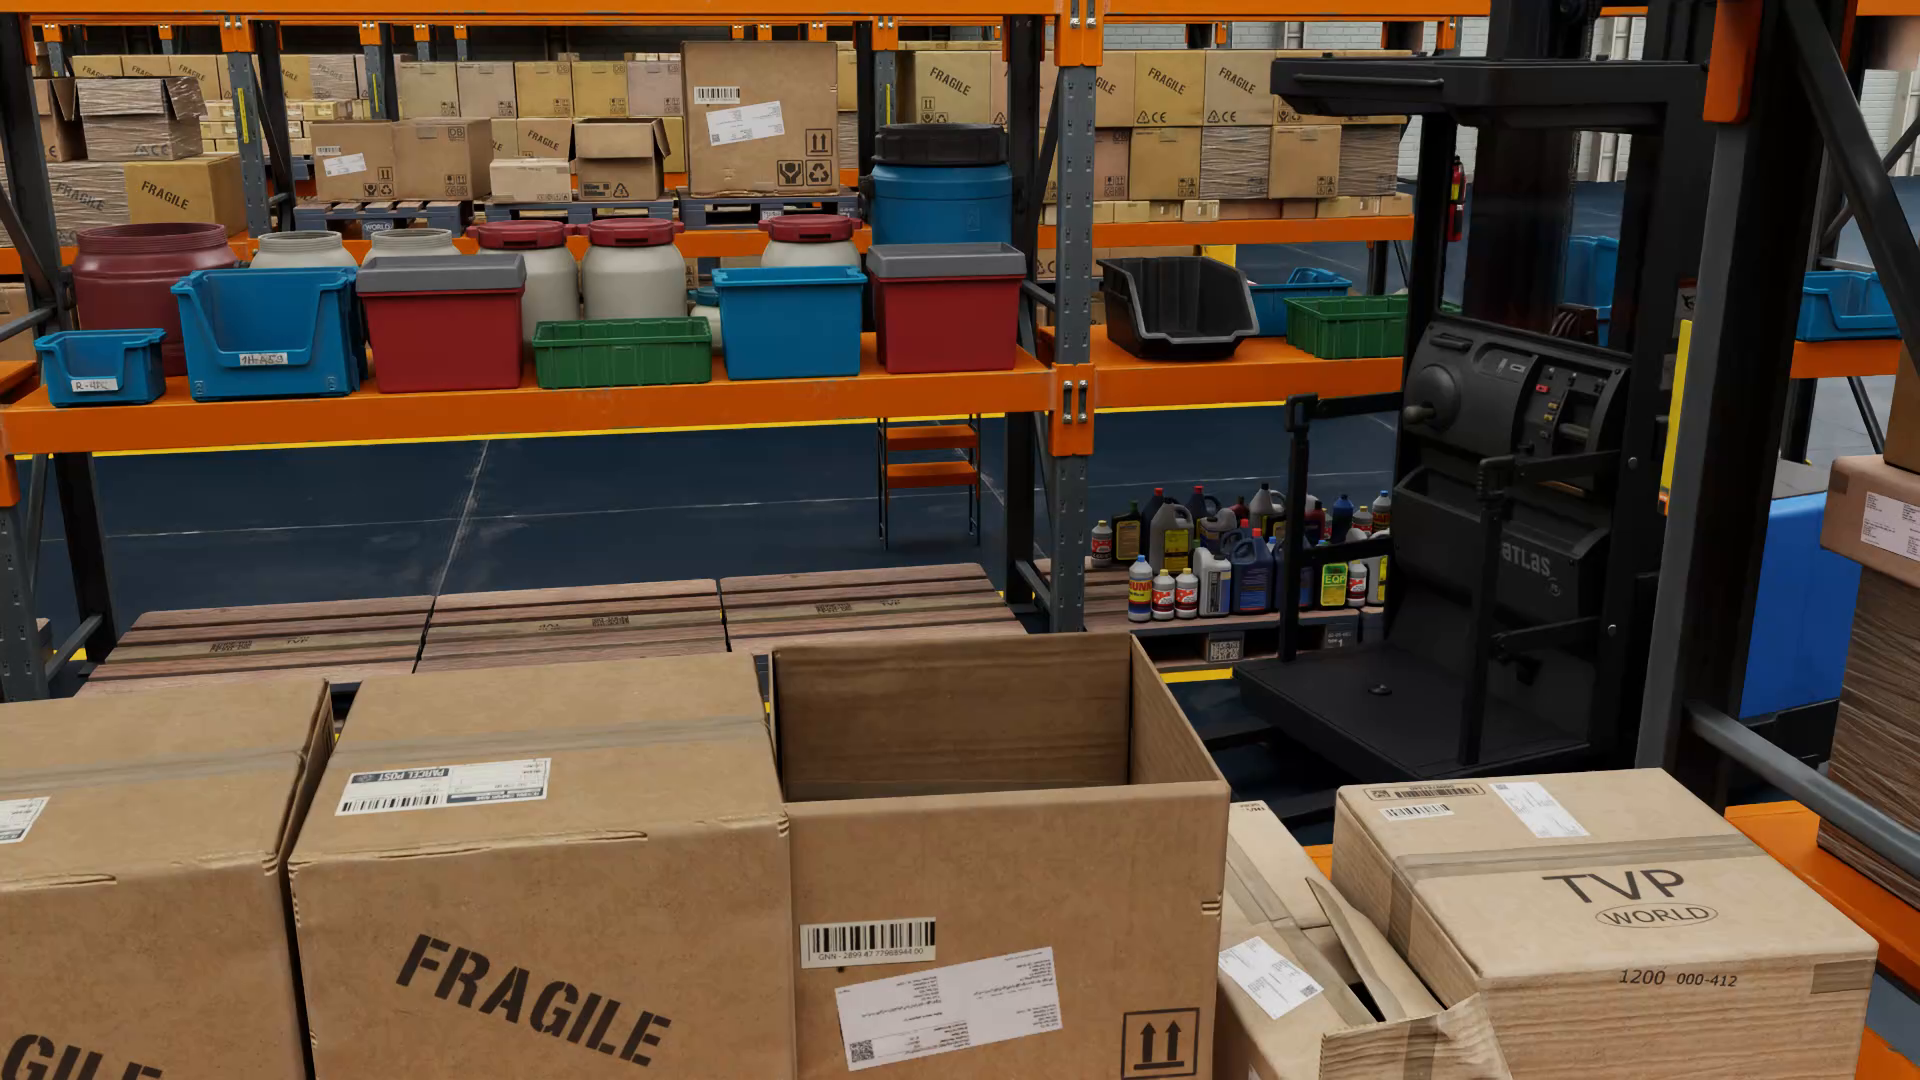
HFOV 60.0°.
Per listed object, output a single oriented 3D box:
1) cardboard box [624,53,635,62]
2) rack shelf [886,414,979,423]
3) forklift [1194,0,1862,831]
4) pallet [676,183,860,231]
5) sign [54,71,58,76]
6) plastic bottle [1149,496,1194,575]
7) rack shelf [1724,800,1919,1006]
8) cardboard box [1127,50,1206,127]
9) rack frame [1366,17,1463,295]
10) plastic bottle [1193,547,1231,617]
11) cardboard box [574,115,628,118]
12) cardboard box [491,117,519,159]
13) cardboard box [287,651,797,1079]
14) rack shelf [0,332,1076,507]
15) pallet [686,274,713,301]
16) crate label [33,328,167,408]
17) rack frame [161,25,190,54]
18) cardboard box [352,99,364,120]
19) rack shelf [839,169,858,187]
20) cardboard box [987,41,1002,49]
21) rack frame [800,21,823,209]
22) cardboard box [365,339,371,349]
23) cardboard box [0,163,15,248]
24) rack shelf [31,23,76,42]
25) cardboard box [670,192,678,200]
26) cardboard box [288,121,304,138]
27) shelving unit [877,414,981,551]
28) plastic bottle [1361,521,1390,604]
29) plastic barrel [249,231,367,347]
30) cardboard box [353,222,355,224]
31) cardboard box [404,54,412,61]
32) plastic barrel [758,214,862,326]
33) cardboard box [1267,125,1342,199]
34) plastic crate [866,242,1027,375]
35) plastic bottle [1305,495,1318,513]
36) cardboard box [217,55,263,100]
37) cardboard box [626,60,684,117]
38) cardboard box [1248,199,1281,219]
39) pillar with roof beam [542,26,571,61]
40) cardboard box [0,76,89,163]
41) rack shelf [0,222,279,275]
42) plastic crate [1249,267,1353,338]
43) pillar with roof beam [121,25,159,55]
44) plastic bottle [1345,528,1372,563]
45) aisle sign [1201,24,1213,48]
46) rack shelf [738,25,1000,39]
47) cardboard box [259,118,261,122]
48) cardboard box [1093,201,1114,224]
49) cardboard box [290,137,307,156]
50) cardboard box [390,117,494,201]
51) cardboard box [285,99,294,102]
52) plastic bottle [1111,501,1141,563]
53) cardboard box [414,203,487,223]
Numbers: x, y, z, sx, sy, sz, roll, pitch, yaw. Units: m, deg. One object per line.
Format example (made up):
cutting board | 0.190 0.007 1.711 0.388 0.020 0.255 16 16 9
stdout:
cardboard box | -4.037 -5.977 20.666 0.250 0.149 0.380 -2 17 -7
rack shelf | -0.163 -0.714 8.560 0.480 0.148 0.258 -3 17 -10
forklift | 1.648 -0.511 5.484 3.031 2.935 1.130 -8 19 -23
pallet | -1.359 -2.342 11.654 1.213 0.211 1.003 -3 17 -10
sign | -10.209 -5.137 18.819 0.005 0.325 0.100 -3 17 -10
plastic bottle | 0.963 -0.028 7.555 0.185 0.351 0.144 -3 17 -10
rack shelf | 3.258 0.654 2.797 4.000 0.370 1.077 -3 17 -10
cardboard box | 1.379 -3.141 11.549 0.500 0.500 0.500 -3 17 -10
rack frame | 3.346 -2.657 12.353 0.127 3.000 1.000 -3 17 -10
plastic bottle | 1.067 0.168 7.045 0.135 0.276 0.152 -3 17 -8
cardboard box | -3.476 -3.882 16.171 0.500 0.500 0.500 -3 17 -10
cardboard box | -4.360 -3.671 15.484 0.500 0.500 0.500 -3 17 -11
cardboard box | -0.472 0.470 2.004 0.500 0.500 0.500 -3 17 -10
rack shelf | -1.605 -0.551 6.722 4.000 0.370 1.077 -3 17 -10
pallet | -2.166 -2.472 16.500 1.213 0.211 1.003 -3 17 -10
crate label | -3.084 -0.619 6.003 0.416 0.233 0.303 -3 17 -10
rack frame | -11.261 -6.276 24.136 0.127 3.000 1.000 -3 17 -10
cardboard box | -7.319 -5.105 19.729 0.500 0.250 0.500 -4 17 -12
rack shelf | 0.541 -3.637 16.769 4.000 0.370 1.077 -3 17 -10
cardboard box | 0.508 -6.064 21.067 0.500 0.500 0.700 -3 17 -10
rack frame | -1.423 -3.869 16.301 0.127 3.000 1.000 -3 17 -10
cardboard box | -3.854 -1.270 11.345 0.500 0.500 0.700 -4 18 -13
cardboard box | -5.946 -2.104 10.383 0.500 0.500 0.500 -4 17 -12
rack shelf | -12.280 -5.824 18.780 4.000 0.370 1.077 -3 17 -10
cardboard box | -3.681 -4.164 21.022 0.625 0.372 0.950 -2 17 -7
cardboard box | -6.011 -3.695 14.940 0.250 0.149 0.380 -3 17 -8
shelving unit | -0.163 -0.564 8.606 0.503 1.200 0.258 -3 17 -10
plastic bottle | 1.832 0.090 7.171 0.185 0.351 0.144 -3 17 -11
plastic barrel | -2.599 -0.956 6.624 0.421 0.512 0.421 0 17 0
cardboard box | -6.073 -3.042 15.873 0.500 0.250 0.500 -4 18 -13
cardboard box | -6.919 -5.637 20.182 0.500 0.500 0.500 -4 17 -12
plastic barrel | -0.623 -1.081 6.991 0.433 0.535 0.433 0 17 0
cardboard box | 2.333 -2.762 12.017 0.500 0.500 0.875 -3 17 -10
plastic crate | -0.059 -0.922 6.594 0.583 0.464 0.402 -3 17 -10
plastic bottle | 1.602 -0.070 7.821 0.135 0.276 0.152 -3 17 -9
cardboard box | -8.336 -5.407 19.433 0.500 0.500 0.500 -4 17 -11
cardboard box | -2.910 -4.309 15.858 0.500 0.500 0.700 -3 17 -10
cardboard box | 2.123 -2.407 11.969 0.250 0.149 0.380 -3 17 -10
pillar with roof beam | -5.408 -8.458 21.022 0.400 9.000 9.100 -3 17 -10
cardboard box | -5.870 -2.667 10.507 0.637 0.503 0.797 -3 17 -9
rack shelf | -6.472 -1.756 10.645 4.000 0.370 1.077 -3 17 -10
plastic crate | 1.394 -1.075 7.456 0.616 0.251 0.499 -3 17 -10
pillar with roof beam | -11.299 -8.124 19.934 0.400 9.000 9.100 -3 17 -10
plastic bottle | 1.780 0.085 7.317 0.135 0.276 0.152 -3 17 -10
aisle sign | 2.517 -5.425 16.939 0.004 0.787 0.394 -3 17 -10
rack shelf | -1.443 -7.923 25.615 4.000 0.370 1.077 -3 17 -10
cardboard box | -6.249 -3.824 14.853 0.250 0.149 0.380 -3 17 -9
cardboard box | 0.910 -2.316 11.671 0.250 0.149 0.380 -3 17 -10
cardboard box | -5.991 -3.554 14.987 0.250 0.149 0.380 -3 17 -11
cardboard box | -3.457 -2.561 11.156 0.500 0.500 0.700 -1 17 -2
cardboard box | -6.346 -4.014 15.470 0.250 0.149 0.380 -3 17 -11
plastic bottle | 0.768 -0.040 7.710 0.133 0.283 0.061 -2 17 -8
cardboard box | -4.735 -2.780 15.870 0.750 0.750 1.050 -3 17 -11
